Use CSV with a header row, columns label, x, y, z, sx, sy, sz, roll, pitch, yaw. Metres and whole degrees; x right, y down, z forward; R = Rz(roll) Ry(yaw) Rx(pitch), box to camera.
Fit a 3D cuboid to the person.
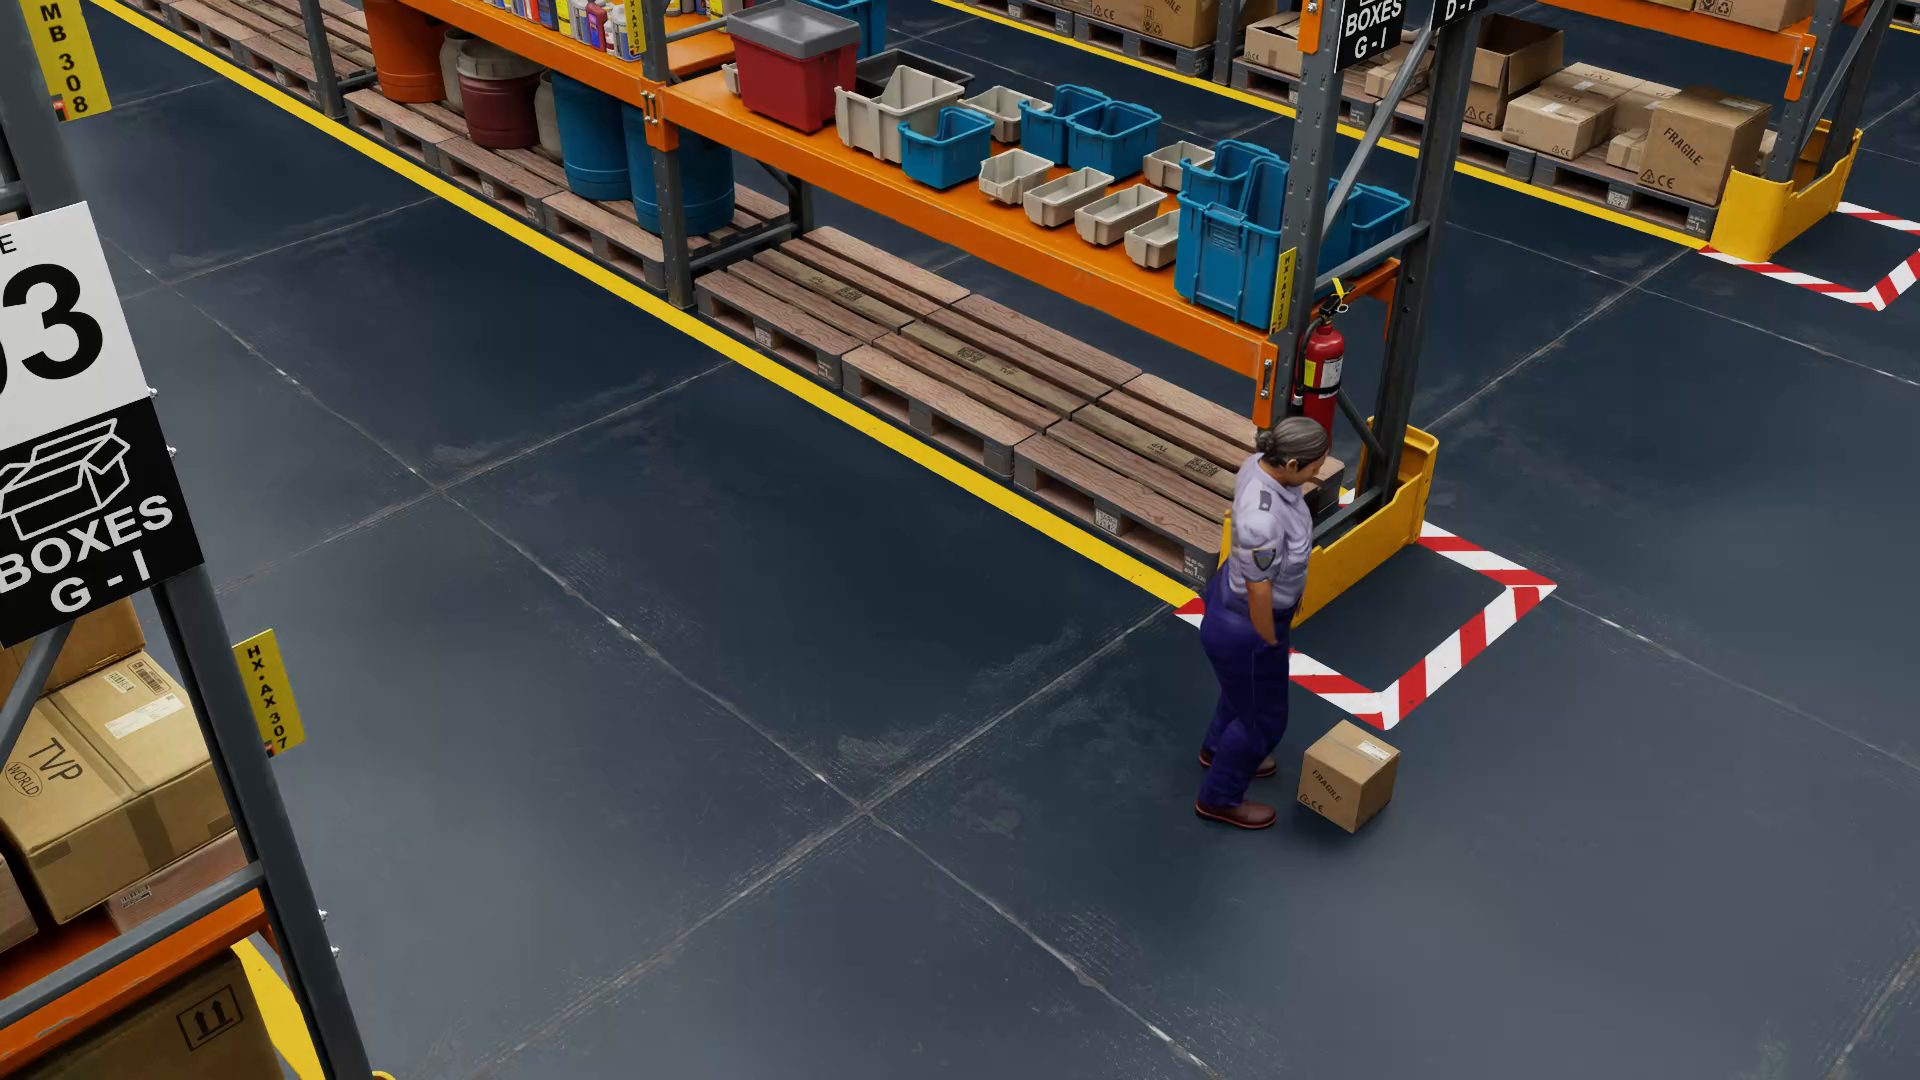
label,x,y,z,sx,sy,sz,roll,pitch,yaw
person,1.027,0.265,5.818,0.355,1.626,0.486,7,36,9
